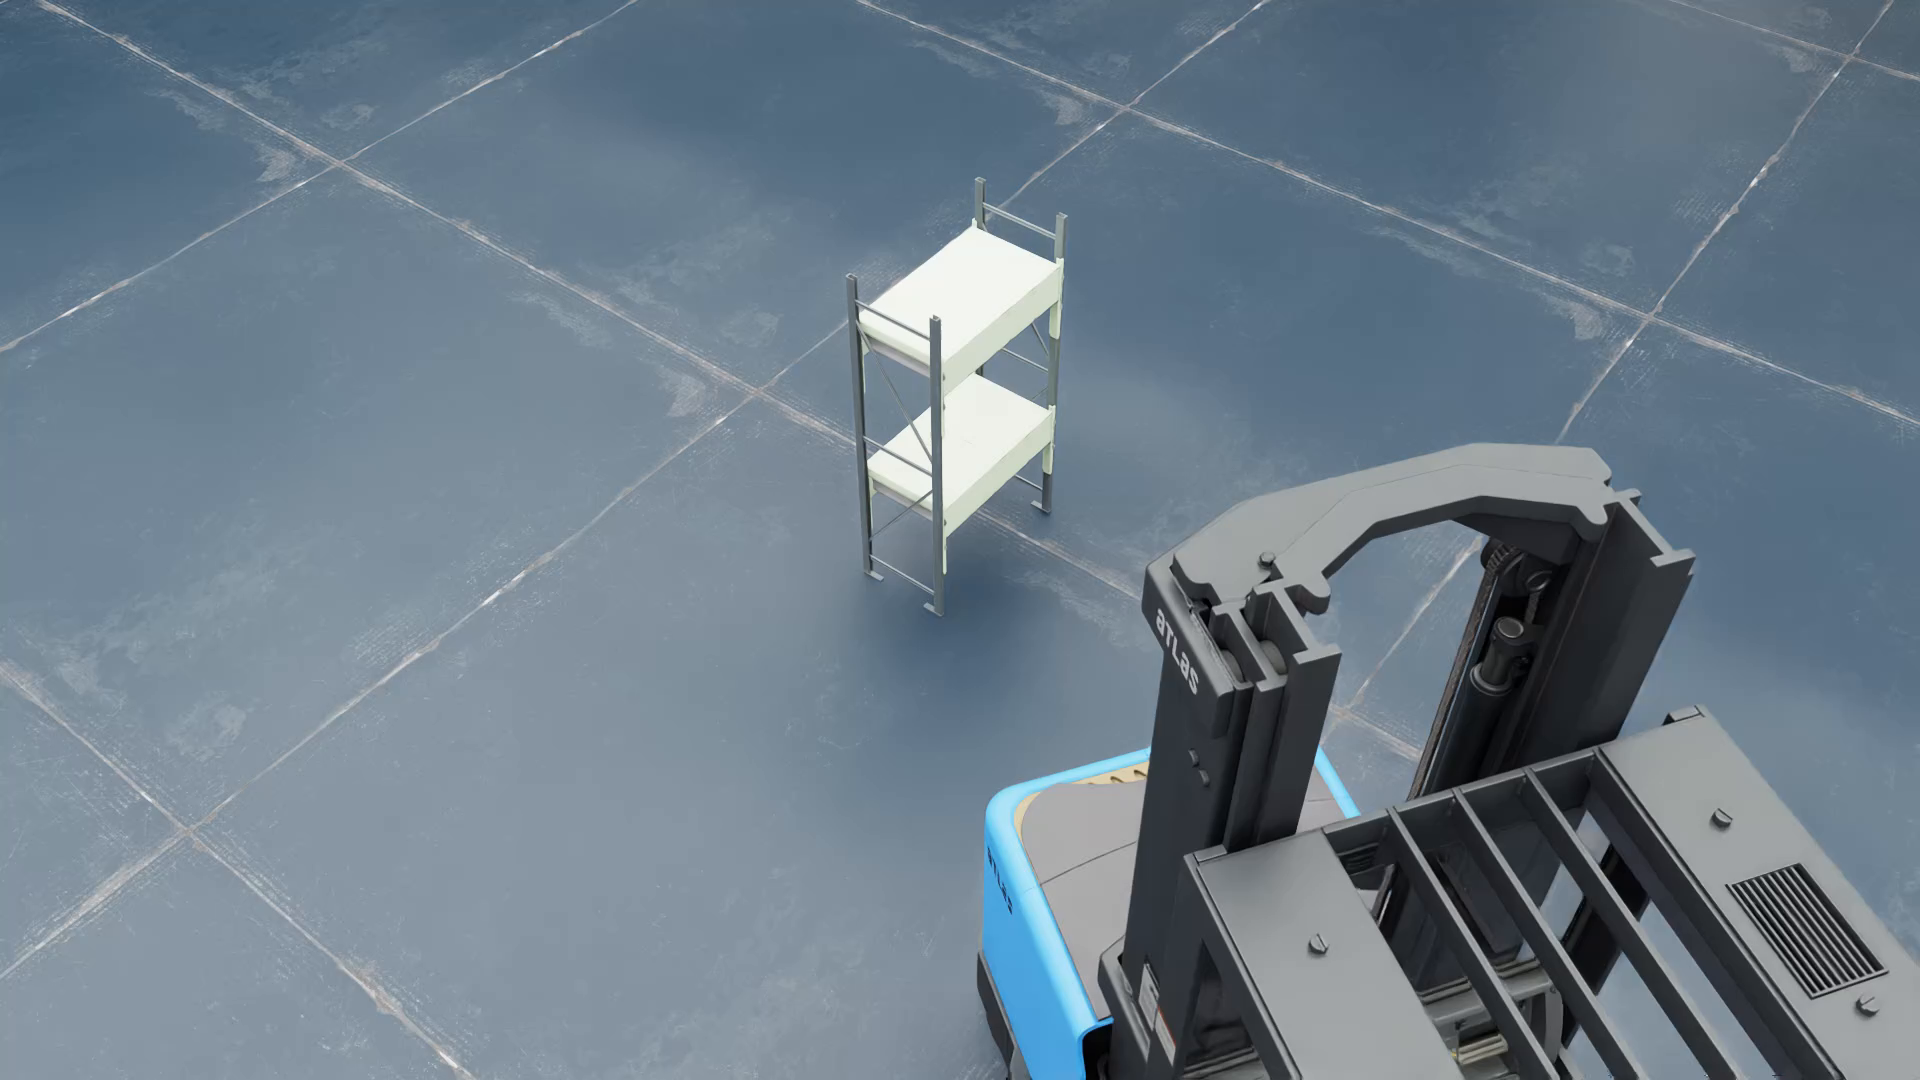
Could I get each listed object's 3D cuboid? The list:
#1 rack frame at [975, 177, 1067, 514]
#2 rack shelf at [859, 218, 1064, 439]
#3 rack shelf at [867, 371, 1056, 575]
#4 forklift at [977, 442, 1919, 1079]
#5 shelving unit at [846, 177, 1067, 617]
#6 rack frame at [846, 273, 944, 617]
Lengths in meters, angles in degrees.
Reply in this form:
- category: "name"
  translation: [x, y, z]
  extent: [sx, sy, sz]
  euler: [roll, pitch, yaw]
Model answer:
- category: "rack frame"
  translation: [0.220, -0.724, 6.569]
  extent: [0.400, 1.500, 0.023]
  euler: [29, 53, 25]
- category: "rack shelf"
  translation: [-0.004, -0.784, 6.087]
  extent: [0.431, 0.370, 0.720]
  euler: [29, 53, 25]
- category: "rack shelf"
  translation: [-0.004, -0.289, 6.604]
  extent: [0.431, 0.370, 0.720]
  euler: [29, 53, 25]
- category: "forklift"
  translation: [1.005, 1.353, 3.595]
  extent: [1.130, 2.935, 3.031]
  euler: [-14, 48, -13]
- category: "shelving unit"
  translation: [-0.004, -0.514, 6.369]
  extent: [0.431, 1.500, 0.755]
  euler: [29, 53, 25]
- category: "rack frame"
  translation: [-0.228, -0.305, 6.169]
  extent: [0.400, 1.500, 0.023]
  euler: [29, 53, 25]
